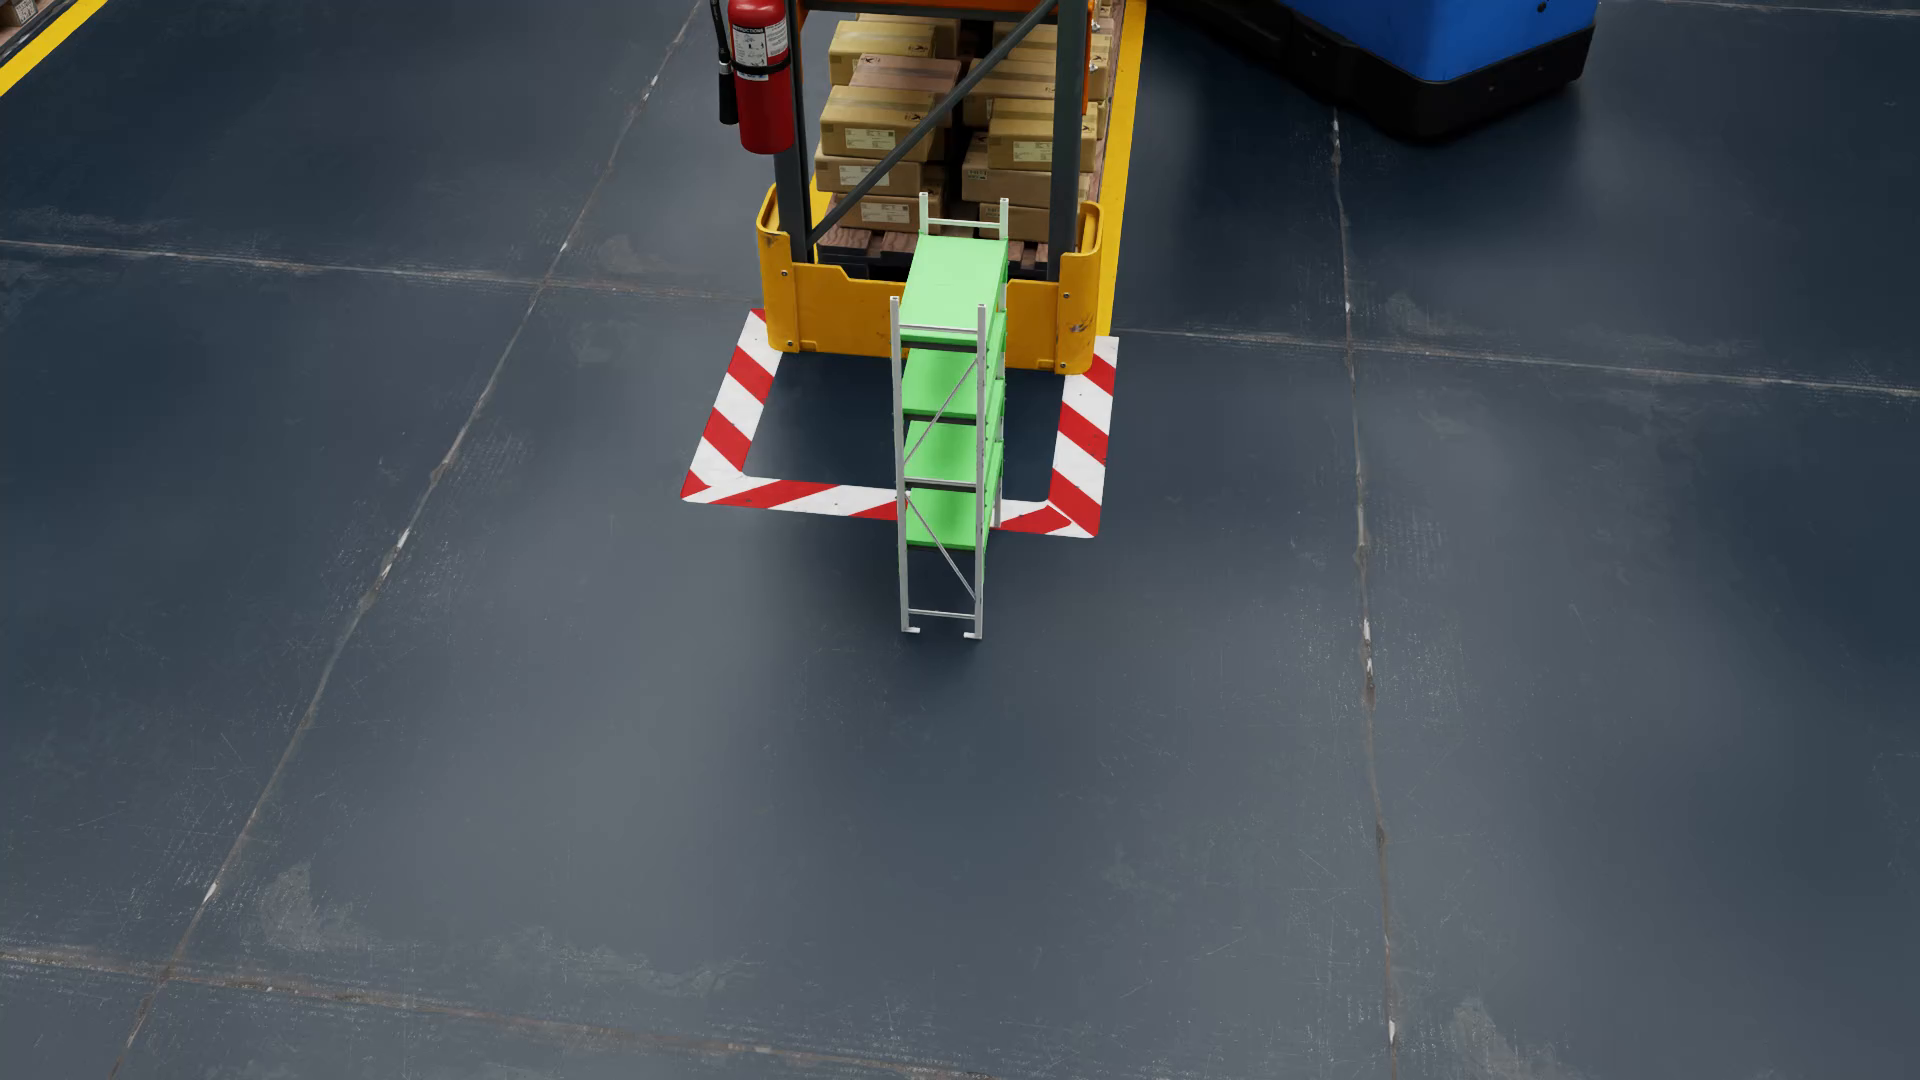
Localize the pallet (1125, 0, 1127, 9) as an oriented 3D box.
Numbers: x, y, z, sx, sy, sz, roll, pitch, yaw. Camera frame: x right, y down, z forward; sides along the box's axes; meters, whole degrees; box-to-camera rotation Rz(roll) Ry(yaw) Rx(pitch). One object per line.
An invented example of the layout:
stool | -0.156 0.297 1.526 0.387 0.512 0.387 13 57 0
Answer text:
pallet | 0.366 -3.036 8.302 1.003 0.211 1.213 5 44 6

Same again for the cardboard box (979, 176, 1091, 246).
cardboard box | 0.277 -1.228 6.134 0.380 0.149 0.250 6 44 6

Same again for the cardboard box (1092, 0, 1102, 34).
cardboard box | 0.371 -2.166 6.691 0.380 0.149 0.250 7 44 7

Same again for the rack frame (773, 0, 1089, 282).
rack frame | -0.109 -1.783 4.951 1.000 3.000 0.127 5 44 6

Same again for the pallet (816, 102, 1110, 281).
pallet | 0.043 -1.373 6.546 1.003 0.211 1.213 5 44 6

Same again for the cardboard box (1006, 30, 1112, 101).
cardboard box | 0.374 -1.801 6.306 0.380 0.149 0.250 5 44 5

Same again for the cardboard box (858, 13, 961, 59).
cardboard box | -0.195 -2.025 6.542 0.380 0.149 0.250 4 44 4

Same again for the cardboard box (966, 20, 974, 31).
cardboard box | -0.145 -2.168 7.126 0.380 0.149 0.250 6 44 6

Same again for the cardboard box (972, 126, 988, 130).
cardboard box | 0.251 -1.698 6.414 0.380 0.149 0.250 6 44 6

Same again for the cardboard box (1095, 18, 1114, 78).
cardboard box | 0.457 -2.093 7.046 0.380 0.149 0.250 3 44 3

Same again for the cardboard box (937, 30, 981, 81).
cardboard box | -0.118 -1.922 6.650 0.380 0.149 0.250 5 44 5

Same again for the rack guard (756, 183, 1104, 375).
rack guard | -0.099 -0.927 5.865 1.175 0.500 0.348 5 44 6

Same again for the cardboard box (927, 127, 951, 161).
cardboard box | -0.235 -1.567 6.275 0.380 0.149 0.250 4 44 5

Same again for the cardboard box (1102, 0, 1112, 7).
cardboard box | 0.451 -2.341 6.876 0.380 0.149 0.250 6 44 6

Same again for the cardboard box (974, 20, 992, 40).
cardboard box | -0.038 -2.333 7.301 0.380 0.149 0.250 6 44 7

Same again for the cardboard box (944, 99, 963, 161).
cardboard box | -0.193 -1.635 6.563 0.380 0.149 0.250 5 44 5

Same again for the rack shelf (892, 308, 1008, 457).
rack shelf | -0.022 -0.451 4.597 0.258 0.148 0.480 5 44 6

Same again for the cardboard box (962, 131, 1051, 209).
cardboard box | 0.214 -1.342 6.037 0.380 0.149 0.250 7 44 7

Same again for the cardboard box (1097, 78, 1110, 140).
cardboard box | 0.399 -1.748 6.683 0.380 0.149 0.250 6 44 6

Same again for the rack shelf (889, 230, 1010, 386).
rack shelf | -0.022 -0.625 4.432 0.258 0.148 0.480 5 44 6

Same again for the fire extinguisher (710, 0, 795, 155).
fire extinguisher | -0.600 -1.490 4.969 0.296 0.674 0.183 5 44 6

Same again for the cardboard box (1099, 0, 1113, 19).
cardboard box | 0.468 -2.284 7.248 0.380 0.149 0.250 5 44 6

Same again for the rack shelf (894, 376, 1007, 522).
rack shelf | -0.022 -0.276 4.762 0.258 0.148 0.480 5 44 6

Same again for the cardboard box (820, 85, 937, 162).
cardboard box | -0.291 -1.500 5.988 0.380 0.149 0.250 6 44 6

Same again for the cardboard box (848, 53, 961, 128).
cardboard box | -0.201 -1.666 6.163 0.380 0.149 0.250 6 44 6

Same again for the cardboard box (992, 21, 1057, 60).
cardboard box | 0.325 -1.978 6.493 0.380 0.149 0.250 3 44 3

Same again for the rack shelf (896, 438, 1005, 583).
rack shelf | -0.022 -0.102 4.927 0.258 0.148 0.480 5 44 6

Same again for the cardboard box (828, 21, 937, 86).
cardboard box | -0.292 -1.854 6.362 0.380 0.149 0.250 4 44 5

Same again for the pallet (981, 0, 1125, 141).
pallet | 0.207 -2.202 7.422 1.003 0.211 1.213 5 44 6

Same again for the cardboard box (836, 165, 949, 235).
cardboard box | -0.247 -1.278 6.186 0.380 0.149 0.250 6 44 6

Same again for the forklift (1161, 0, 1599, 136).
forklift | 1.500 -3.728 7.055 1.130 2.935 3.031 -25 49 -24

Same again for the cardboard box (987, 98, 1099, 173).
cardboard box | 0.297 -1.442 5.927 0.380 0.149 0.250 3 44 4

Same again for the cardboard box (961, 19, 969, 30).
cardboard box | -0.148 -2.275 7.023 0.380 0.149 0.250 7 44 8

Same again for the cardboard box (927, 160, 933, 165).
cardboard box | -0.313 -1.462 6.381 0.380 0.149 0.250 6 44 7

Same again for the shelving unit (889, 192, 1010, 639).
shelving unit | -0.022 -0.323 4.718 0.258 1.200 0.503 5 44 6

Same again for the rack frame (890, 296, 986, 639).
rack frame | -0.054 -0.156 4.543 0.240 1.200 0.015 5 44 6

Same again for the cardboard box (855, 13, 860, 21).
cardboard box | -0.215 -2.213 6.741 0.380 0.149 0.250 7 44 7

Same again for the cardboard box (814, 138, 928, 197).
cardboard box | -0.323 -1.394 6.092 0.380 0.149 0.250 4 44 4

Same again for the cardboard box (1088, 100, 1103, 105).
cardboard box | 0.393 -1.863 6.588 0.380 0.149 0.250 7 44 7

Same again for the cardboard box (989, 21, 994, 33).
cardboard box | 0.328 -2.241 6.987 0.380 0.149 0.250 7 44 8

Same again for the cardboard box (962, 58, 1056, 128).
cardboard box | 0.214 -1.641 6.137 0.380 0.149 0.250 6 44 6

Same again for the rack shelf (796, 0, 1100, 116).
rack shelf | 0.155 -2.885 6.638 1.077 0.370 4.000 5 44 6

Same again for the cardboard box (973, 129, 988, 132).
cardboard box | 0.257 -1.584 6.509 0.380 0.149 0.250 6 44 6

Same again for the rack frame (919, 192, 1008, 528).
rack frame | 0.010 -0.489 4.894 0.240 1.200 0.015 5 44 6
